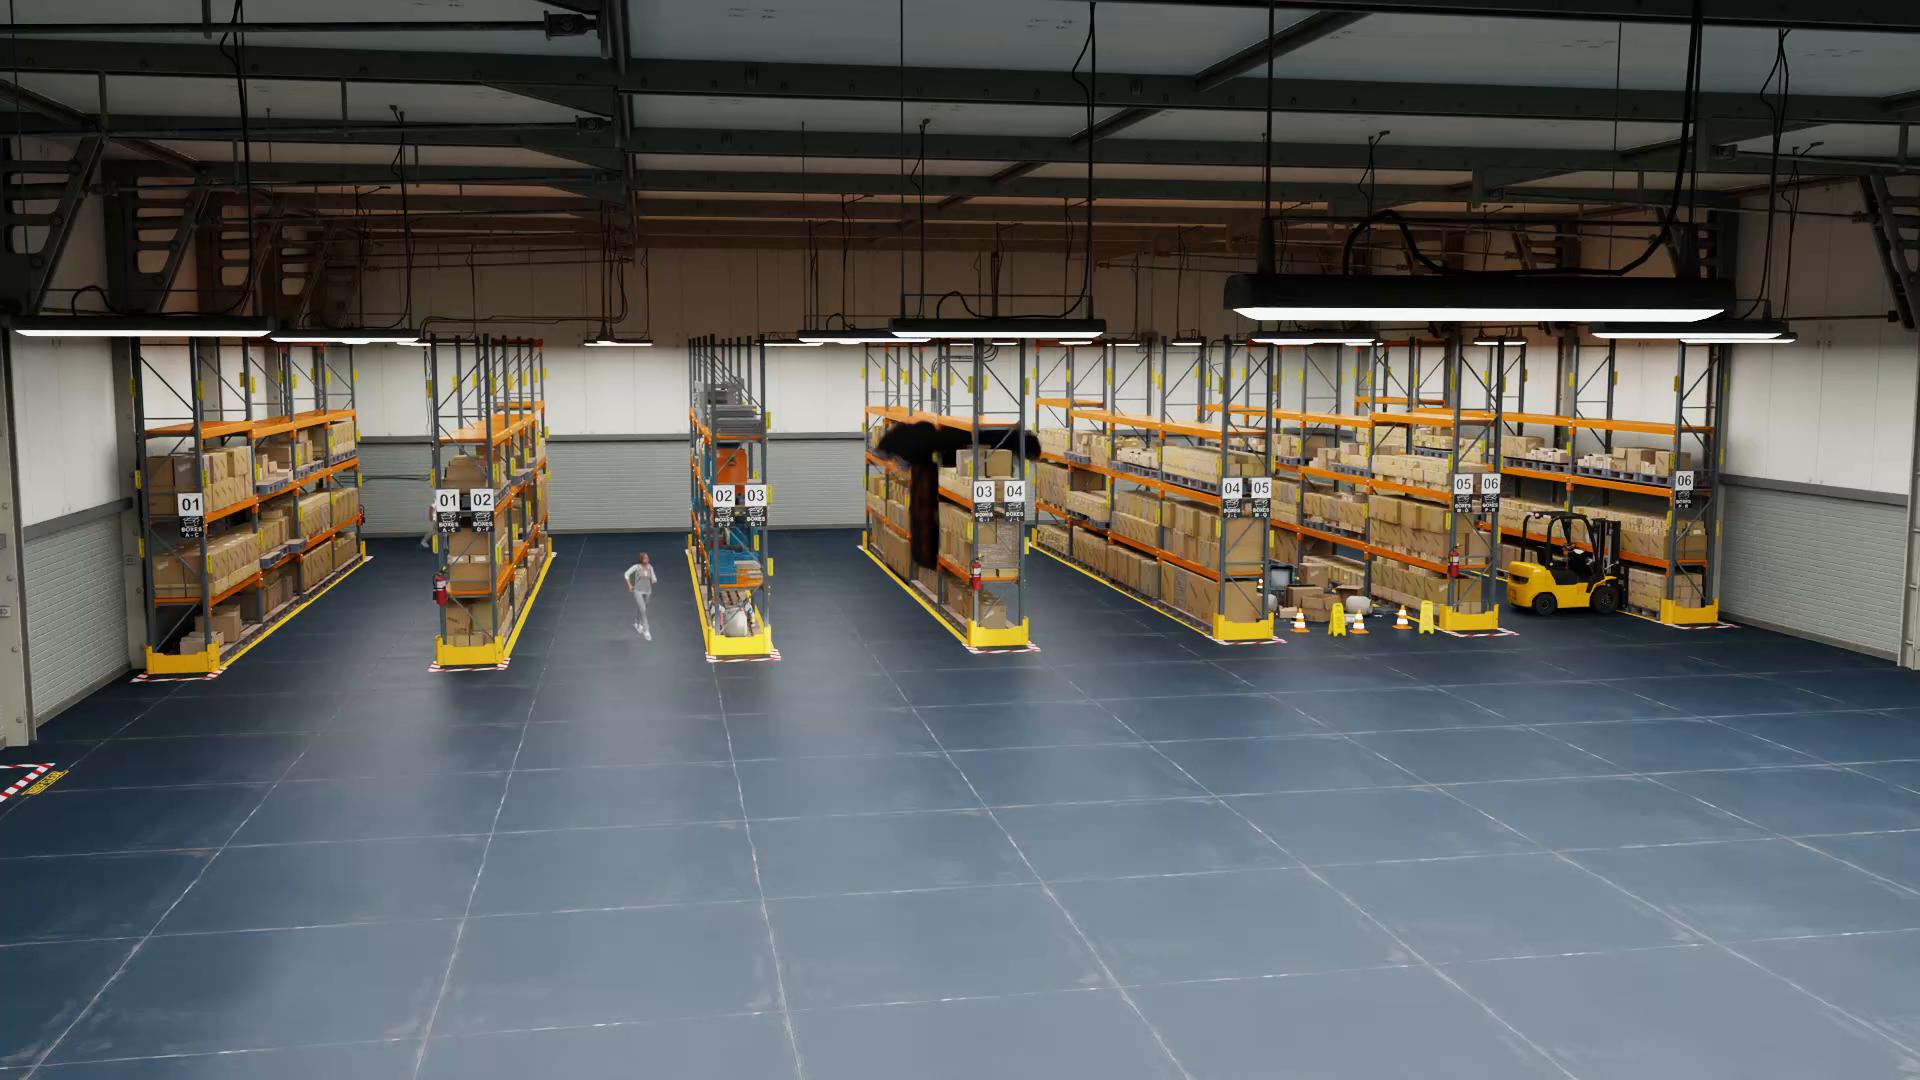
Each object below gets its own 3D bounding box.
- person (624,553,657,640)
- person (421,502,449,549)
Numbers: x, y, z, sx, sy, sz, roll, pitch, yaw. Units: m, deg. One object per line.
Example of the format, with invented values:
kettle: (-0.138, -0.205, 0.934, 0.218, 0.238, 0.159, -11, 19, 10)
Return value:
person: (-6.079, 1.053, 31.713, 0.570, 1.616, 0.825, -5, 8, -37)
person: (-14.989, -0.550, 47.706, 1.089, 1.613, 0.727, 2, 7, 18)
